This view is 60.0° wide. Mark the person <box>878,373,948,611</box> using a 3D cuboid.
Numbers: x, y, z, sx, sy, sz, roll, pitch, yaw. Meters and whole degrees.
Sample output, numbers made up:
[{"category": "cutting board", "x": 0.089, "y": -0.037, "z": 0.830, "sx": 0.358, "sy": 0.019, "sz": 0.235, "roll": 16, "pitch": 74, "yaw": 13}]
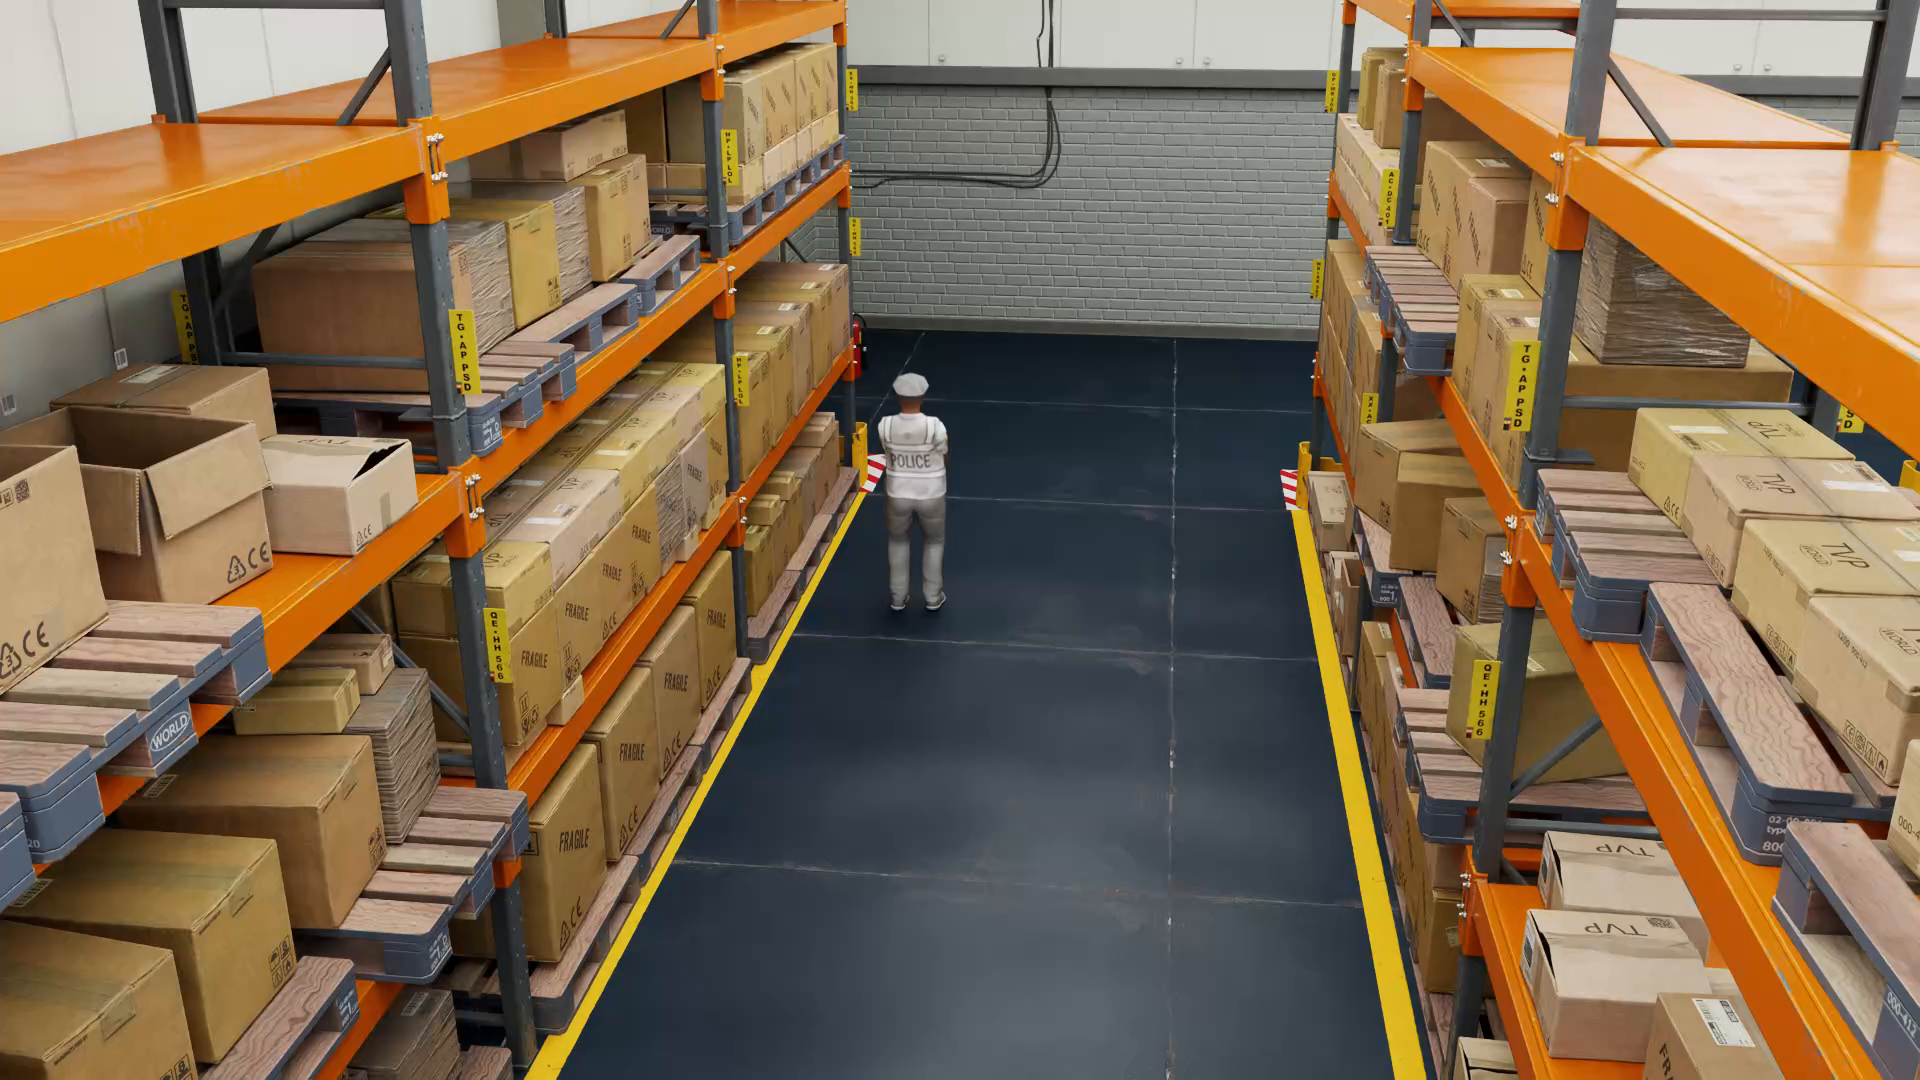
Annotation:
[{"category": "person", "x": -0.320, "y": -0.361, "z": 11.991, "sx": 0.493, "sy": 1.770, "sz": 0.558, "roll": 3, "pitch": 21, "yaw": 7}]
